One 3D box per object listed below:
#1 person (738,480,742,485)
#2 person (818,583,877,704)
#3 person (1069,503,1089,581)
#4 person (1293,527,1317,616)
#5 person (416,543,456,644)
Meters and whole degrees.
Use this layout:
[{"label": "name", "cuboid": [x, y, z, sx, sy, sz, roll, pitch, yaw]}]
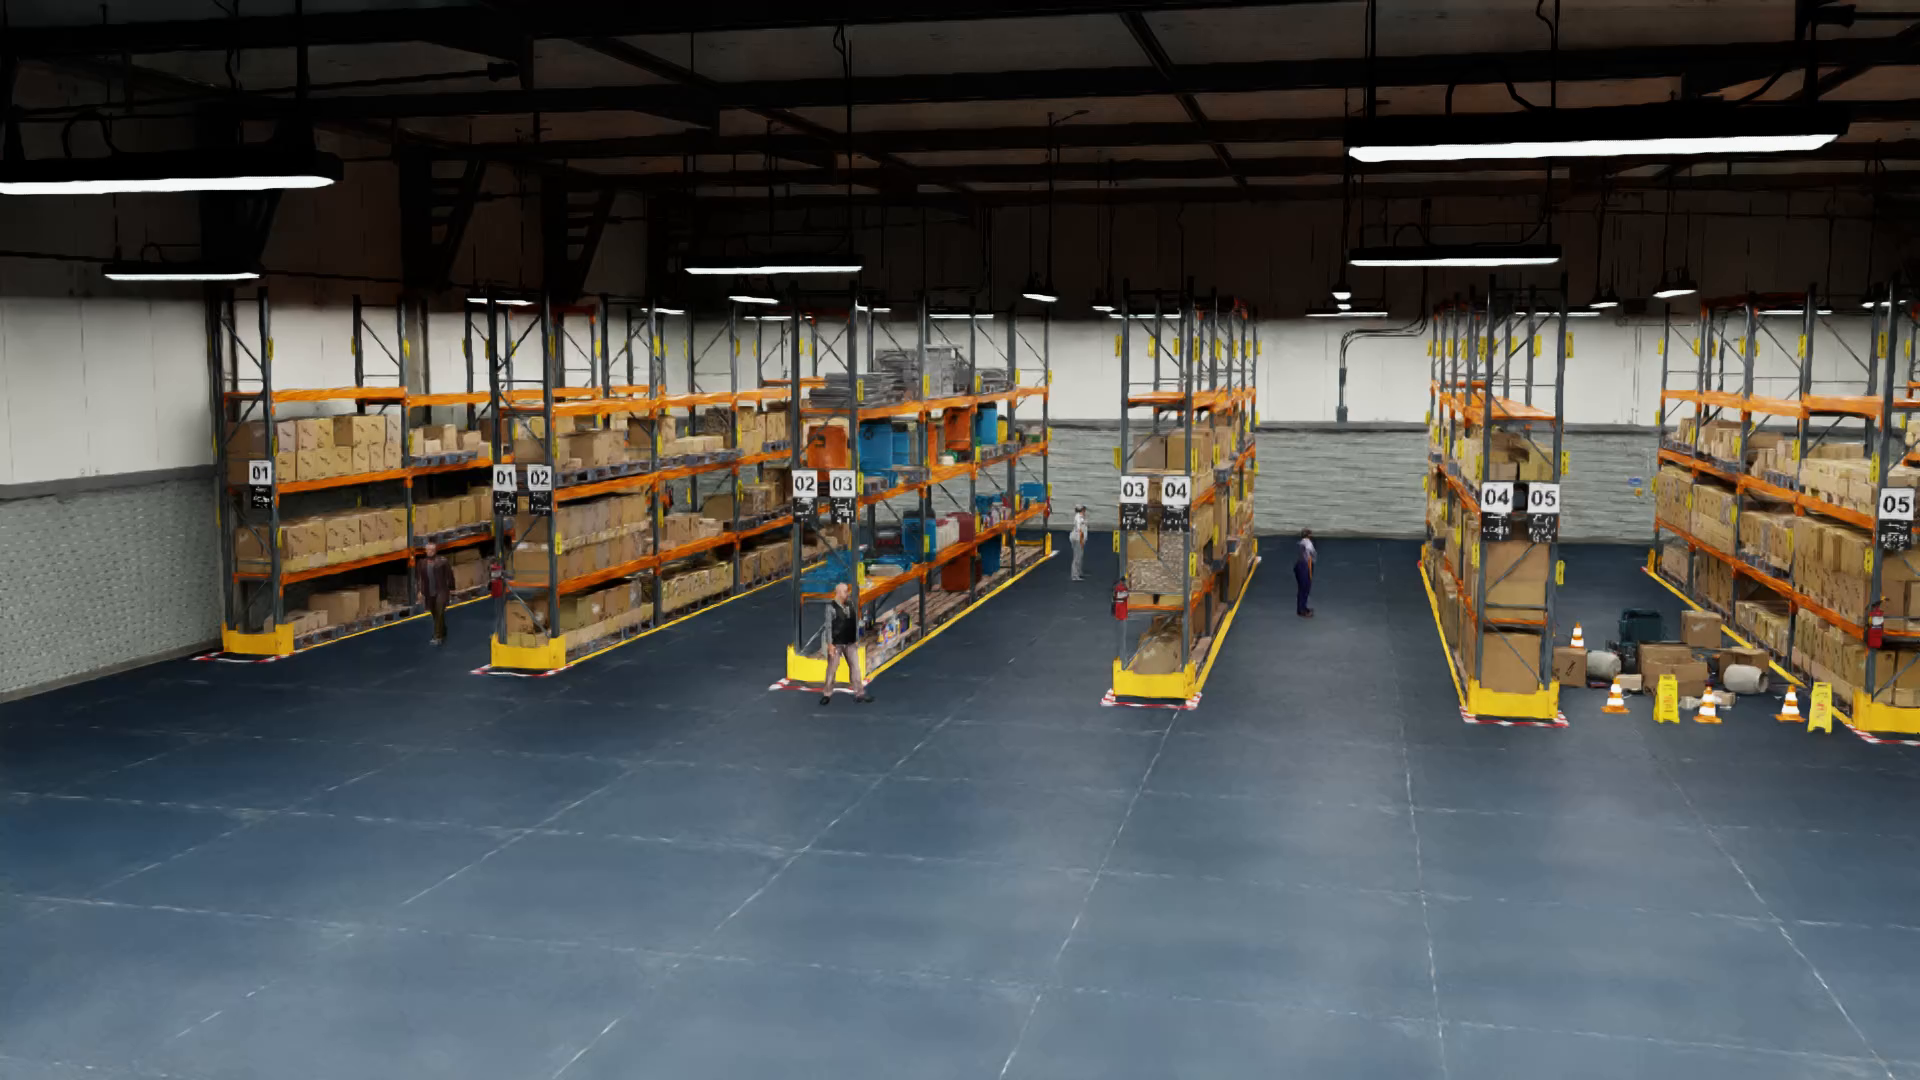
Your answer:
[{"label": "person", "cuboid": [-5.576, -0.666, 41.964, 0.577, 1.691, 1.121, 2, 7, 15]}, {"label": "person", "cuboid": [-1.636, 1.453, 23.439, 0.709, 1.709, 0.563, -6, 9, -40]}, {"label": "person", "cuboid": [2.607, 0.032, 36.018, 0.463, 1.668, 0.578, -1, 7, -6]}, {"label": "person", "cuboid": [6.531, 0.581, 31.308, 0.448, 1.646, 0.573, -1, 7, -12]}, {"label": "person", "cuboid": [-8.941, 0.887, 28.283, 0.603, 1.705, 1.121, 1, 7, 7]}]
